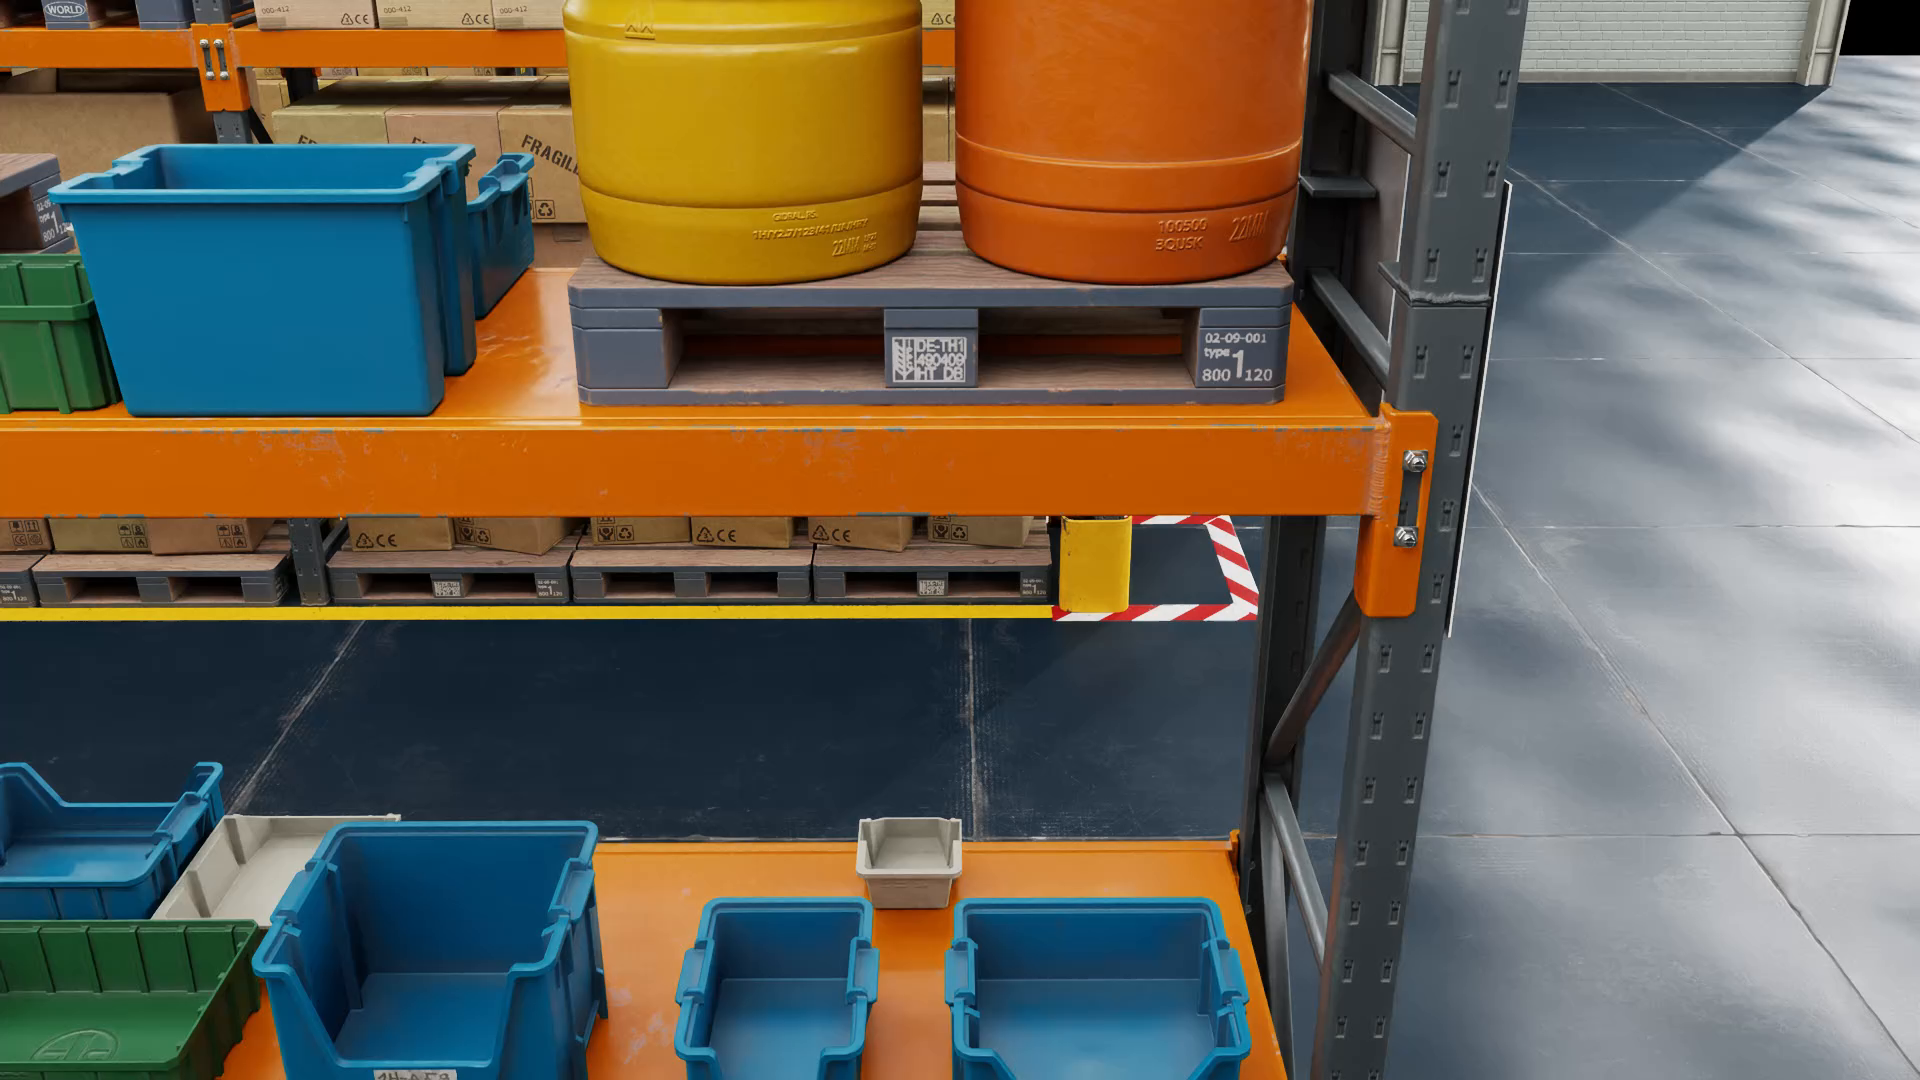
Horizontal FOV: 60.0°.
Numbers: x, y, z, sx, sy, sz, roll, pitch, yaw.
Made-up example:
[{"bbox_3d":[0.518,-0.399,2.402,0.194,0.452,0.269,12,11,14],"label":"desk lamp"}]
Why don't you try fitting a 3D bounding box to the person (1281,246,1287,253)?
[{"bbox_3d":[1.708,-1.134,9.583,0.539,1.641,0.575,-18,30,-34],"label":"person"}]
